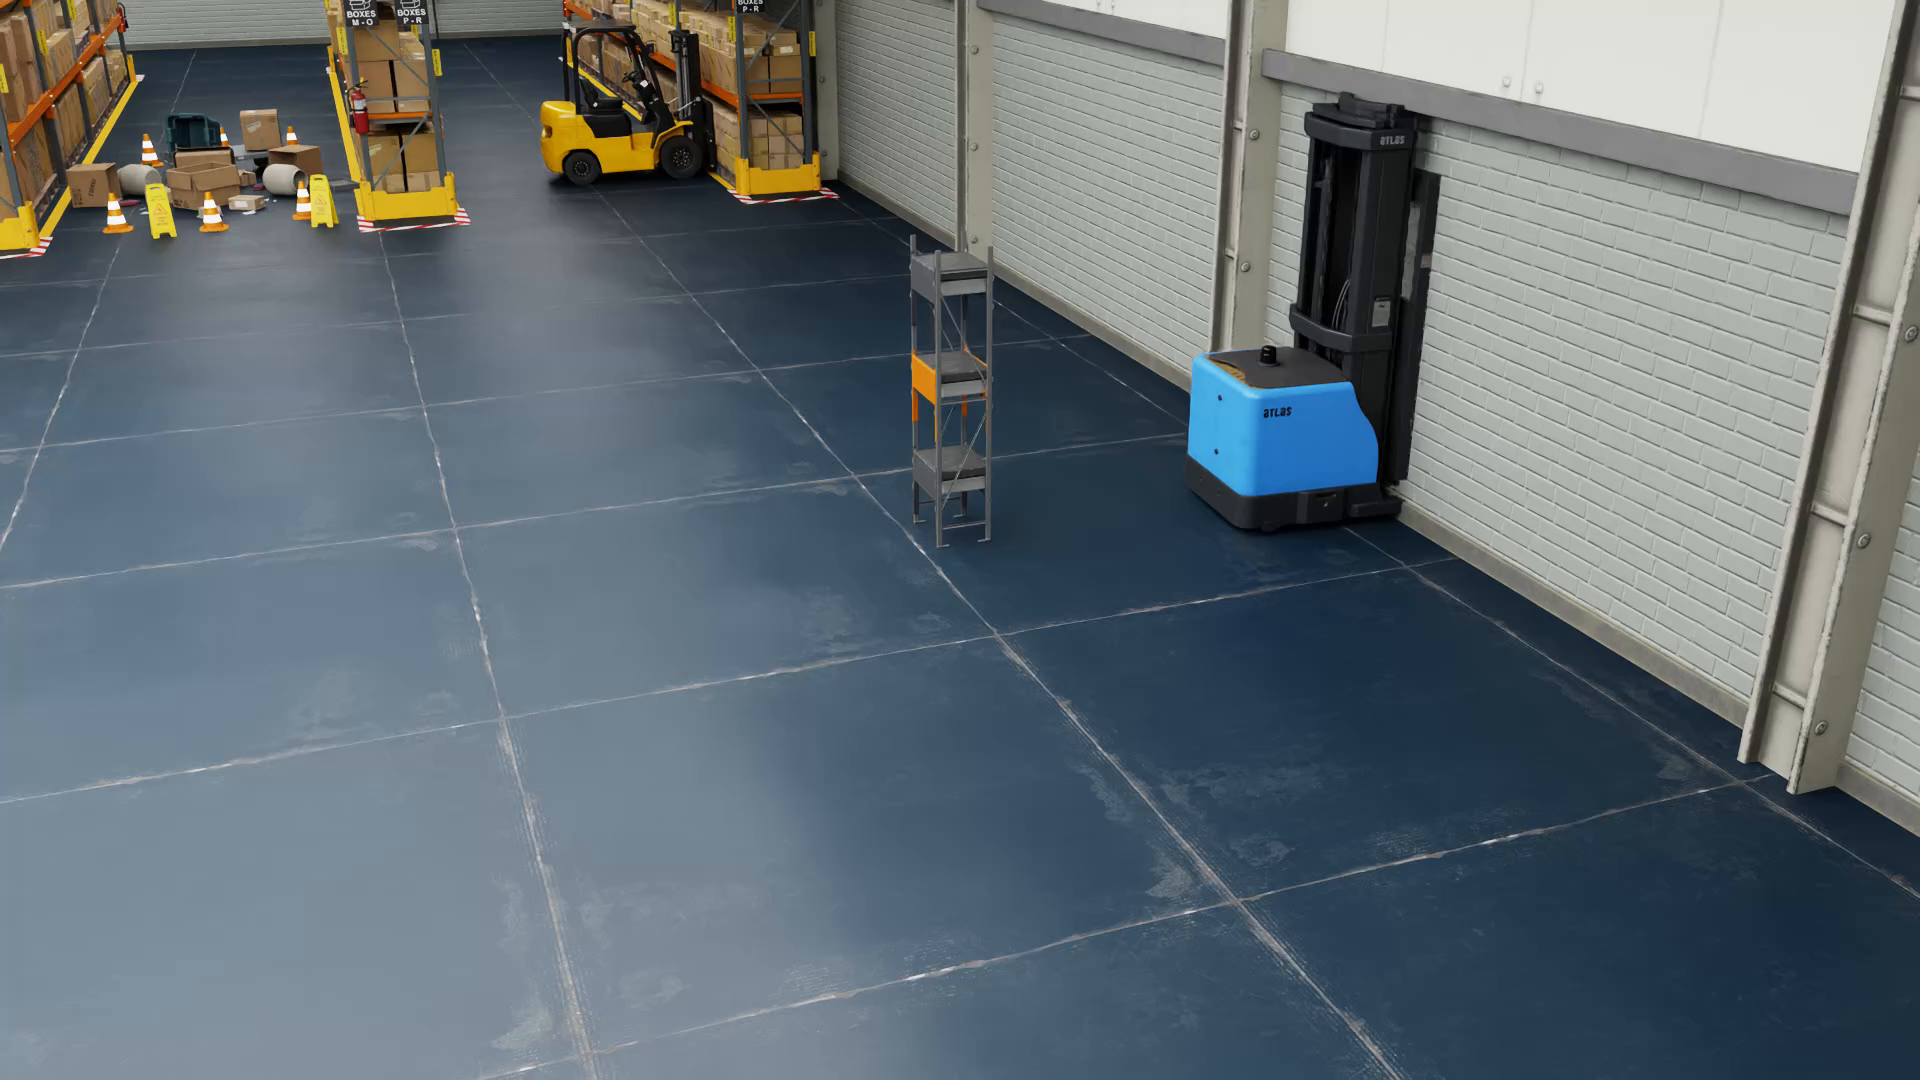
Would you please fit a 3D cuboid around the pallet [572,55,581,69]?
[{"bbox_3d":[-7.904,-10.529,36.459,1.003,0.211,1.213,-8,24,-19],"label":"pallet"}]

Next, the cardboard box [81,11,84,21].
[{"bbox_3d":[-15.432,-9.092,28.859,0.380,0.149,0.250,-9,25,-21],"label":"cardboard box"}]

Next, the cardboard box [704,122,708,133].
[{"bbox_3d":[-3.568,-6.159,24.856,0.500,0.250,0.500,-8,24,-19],"label":"cardboard box"}]

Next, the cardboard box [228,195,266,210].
[{"bbox_3d":[-9.556,-4.520,22.283,0.380,0.149,0.250,4,23,9],"label":"cardboard box"}]

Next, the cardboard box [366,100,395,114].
[{"bbox_3d":[-7.535,-5.626,21.559,0.380,0.149,0.250,-8,24,-17],"label":"cardboard box"}]

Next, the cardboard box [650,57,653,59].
[{"bbox_3d":[-5.658,-9.176,31.502,0.380,0.149,0.250,-9,24,-20],"label":"cardboard box"}]

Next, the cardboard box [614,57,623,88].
[{"bbox_3d":[-6.293,-8.949,31.798,0.500,0.500,0.500,-9,25,-21],"label":"cardboard box"}]

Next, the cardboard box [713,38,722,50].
[{"bbox_3d":[-3.313,-7.124,23.825,0.380,0.149,0.250,-9,25,-21],"label":"cardboard box"}]

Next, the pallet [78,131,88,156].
[{"bbox_3d":[-14.417,-6.244,26.293,1.003,0.211,1.213,-8,24,-19],"label":"pallet"}]

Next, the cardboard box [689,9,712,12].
[{"bbox_3d":[-4.298,-8.743,27.668,0.380,0.149,0.250,-9,24,-19],"label":"cardboard box"}]

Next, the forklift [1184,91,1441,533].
[{"bbox_3d":[3.271,-1.718,12.053,3.031,2.935,1.130,-7,24,-16],"label":"forklift"}]

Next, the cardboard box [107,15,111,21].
[{"bbox_3d":[-16.738,-10.163,32.325,0.380,0.149,0.250,-9,25,-21],"label":"cardboard box"}]

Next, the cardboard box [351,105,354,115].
[{"bbox_3d":[-8.391,-6.070,23.489,0.380,0.149,0.250,-7,24,-16],"label":"cardboard box"}]

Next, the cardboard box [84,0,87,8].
[{"bbox_3d":[-15.713,-9.512,29.473,0.380,0.149,0.250,-7,24,-17],"label":"cardboard box"}]

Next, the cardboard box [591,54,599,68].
[{"bbox_3d":[-7.398,-9.903,34.363,0.396,0.266,0.258,-7,24,-17],"label":"cardboard box"}]

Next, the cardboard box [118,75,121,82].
[{"bbox_3d":[-16.545,-8.988,32.344,0.380,0.149,0.250,-8,24,-18],"label":"cardboard box"}]

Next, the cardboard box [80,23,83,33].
[{"bbox_3d":[-15.249,-8.767,28.471,0.380,0.149,0.250,-7,24,-17],"label":"cardboard box"}]

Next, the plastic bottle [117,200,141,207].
[{"bbox_3d":[-11.244,-4.559,22.489,0.283,0.061,0.133,-18,29,-37],"label":"plastic bottle"}]

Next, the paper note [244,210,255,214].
[{"bbox_3d":[-9.399,-4.337,22.001,0.148,0.019,0.142,-18,29,-37],"label":"paper note"}]

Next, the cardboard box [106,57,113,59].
[{"bbox_3d":[-16.613,-9.249,32.197,0.380,0.149,0.250,-9,25,-21],"label":"cardboard box"}]

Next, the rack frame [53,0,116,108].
[{"bbox_3d":[-16.038,-9.279,29.904,1.000,3.000,0.127,-8,24,-19],"label":"rack frame"}]

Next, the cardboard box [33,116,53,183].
[{"bbox_3d":[-13.055,-5.349,22.773,0.875,0.875,0.875,-8,24,-18],"label":"cardboard box"}]

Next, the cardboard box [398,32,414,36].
[{"bbox_3d":[-8.227,-7.144,24.326,0.500,0.500,0.500,-9,24,-20],"label":"cardboard box"}]

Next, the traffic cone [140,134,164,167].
[{"bbox_3d":[-12.273,-5.898,25.148,0.336,0.463,0.334,-8,24,-19],"label":"traffic cone"}]

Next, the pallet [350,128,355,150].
[{"bbox_3d":[-9.327,-6.530,26.971,1.003,0.211,1.213,-8,24,-19],"label":"pallet"}]

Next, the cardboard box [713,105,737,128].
[{"bbox_3d":[-3.389,-6.196,24.300,0.500,0.250,0.500,-8,24,-18],"label":"cardboard box"}]

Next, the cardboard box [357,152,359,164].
[{"bbox_3d":[-8.461,-5.571,24.105,0.500,0.250,0.500,-7,24,-16],"label":"cardboard box"}]

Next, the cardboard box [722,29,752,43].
[{"bbox_3d":[-3.119,-7.077,23.333,0.380,0.149,0.250,-8,24,-18],"label":"cardboard box"}]

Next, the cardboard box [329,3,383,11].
[{"bbox_3d":[-8.352,-7.168,23.095,0.700,0.500,0.500,-9,24,-20],"label":"cardboard box"}]

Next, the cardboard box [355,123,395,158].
[{"bbox_3d":[-8.089,-5.536,23.056,0.500,0.500,0.500,-9,24,-20],"label":"cardboard box"}]

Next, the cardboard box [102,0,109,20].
[{"bbox_3d":[-16.303,-10.044,31.206,0.500,0.500,0.500,-9,24,-20],"label":"cardboard box"}]

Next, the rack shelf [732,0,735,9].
[{"bbox_3d":[-3.267,-8.095,24.158,1.077,0.370,4.000,-8,24,-19],"label":"rack shelf"}]

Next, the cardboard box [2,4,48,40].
[{"bbox_3d":[-13.931,-7.613,24.534,0.700,0.500,0.500,-9,24,-20],"label":"cardboard box"}]

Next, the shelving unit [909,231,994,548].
[{"bbox_3d":[-0.058,-1.028,11.485,0.431,2.100,0.503,-8,24,-19],"label":"shelving unit"}]

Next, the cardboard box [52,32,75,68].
[{"bbox_3d":[-14.039,-7.564,25.705,0.500,0.500,0.500,-8,24,-19],"label":"cardboard box"}]

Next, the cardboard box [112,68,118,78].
[{"bbox_3d":[-16.357,-8.937,31.839,0.380,0.149,0.250,-9,24,-19],"label":"cardboard box"}]

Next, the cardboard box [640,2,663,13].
[{"bbox_3d":[-5.340,-9.226,28.814,0.380,0.149,0.250,-8,24,-18],"label":"cardboard box"}]

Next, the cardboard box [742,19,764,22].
[{"bbox_3d":[-3.096,-7.612,24.602,0.380,0.149,0.250,-8,24,-17],"label":"cardboard box"}]

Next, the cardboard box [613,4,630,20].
[{"bbox_3d":[-6.063,-9.688,30.525,0.500,0.250,0.500,-10,25,-21],"label":"cardboard box"}]

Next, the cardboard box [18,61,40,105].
[{"bbox_3d":[-12.854,-6.112,22.197,0.875,0.550,0.550,-8,24,-19],"label":"cardboard box"}]

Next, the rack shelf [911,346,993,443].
[{"bbox_3d":[-0.058,-1.015,11.490,0.431,0.518,0.480,-8,24,-19],"label":"rack shelf"}]

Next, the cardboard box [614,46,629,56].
[{"bbox_3d":[-6.488,-9.476,32.213,0.380,0.149,0.250,-8,24,-19],"label":"cardboard box"}]

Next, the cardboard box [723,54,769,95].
[{"bbox_3d":[-2.980,-6.506,23.196,0.500,0.500,0.500,-9,24,-20],"label":"cardboard box"}]

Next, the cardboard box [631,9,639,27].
[{"bbox_3d":[-5.482,-9.187,29.235,0.500,0.250,0.500,-8,24,-19],"label":"cardboard box"}]

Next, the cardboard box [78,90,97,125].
[{"bbox_3d":[-14.636,-7.160,27.552,0.500,0.500,0.500,-9,25,-21],"label":"cardboard box"}]

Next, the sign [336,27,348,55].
[{"bbox_3d":[-7.730,-6.245,20.808,0.100,0.325,0.005,-8,24,-19],"label":"sign"}]

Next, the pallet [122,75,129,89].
[{"bbox_3d":[-17.170,-9.120,33.116,1.003,0.211,1.213,-8,24,-19],"label":"pallet"}]

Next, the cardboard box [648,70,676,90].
[{"bbox_3d":[-4.941,-7.859,29.050,0.875,0.625,0.625,-8,24,-17],"label":"cardboard box"}]

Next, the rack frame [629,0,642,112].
[{"bbox_3d":[-5.387,-9.224,29.773,1.000,3.000,0.127,-8,24,-19],"label":"rack frame"}]

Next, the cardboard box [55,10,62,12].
[{"bbox_3d":[-14.879,-8.656,27.441,0.380,0.149,0.250,-9,25,-21],"label":"cardboard box"}]

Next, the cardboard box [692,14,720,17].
[{"bbox_3d":[-3.864,-7.922,25.337,0.380,0.149,0.250,-9,24,-20],"label":"cardboard box"}]

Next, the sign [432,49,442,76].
[{"bbox_3d":[-6.696,-6.108,21.266,0.100,0.325,0.005,-8,24,-19],"label":"sign"}]
